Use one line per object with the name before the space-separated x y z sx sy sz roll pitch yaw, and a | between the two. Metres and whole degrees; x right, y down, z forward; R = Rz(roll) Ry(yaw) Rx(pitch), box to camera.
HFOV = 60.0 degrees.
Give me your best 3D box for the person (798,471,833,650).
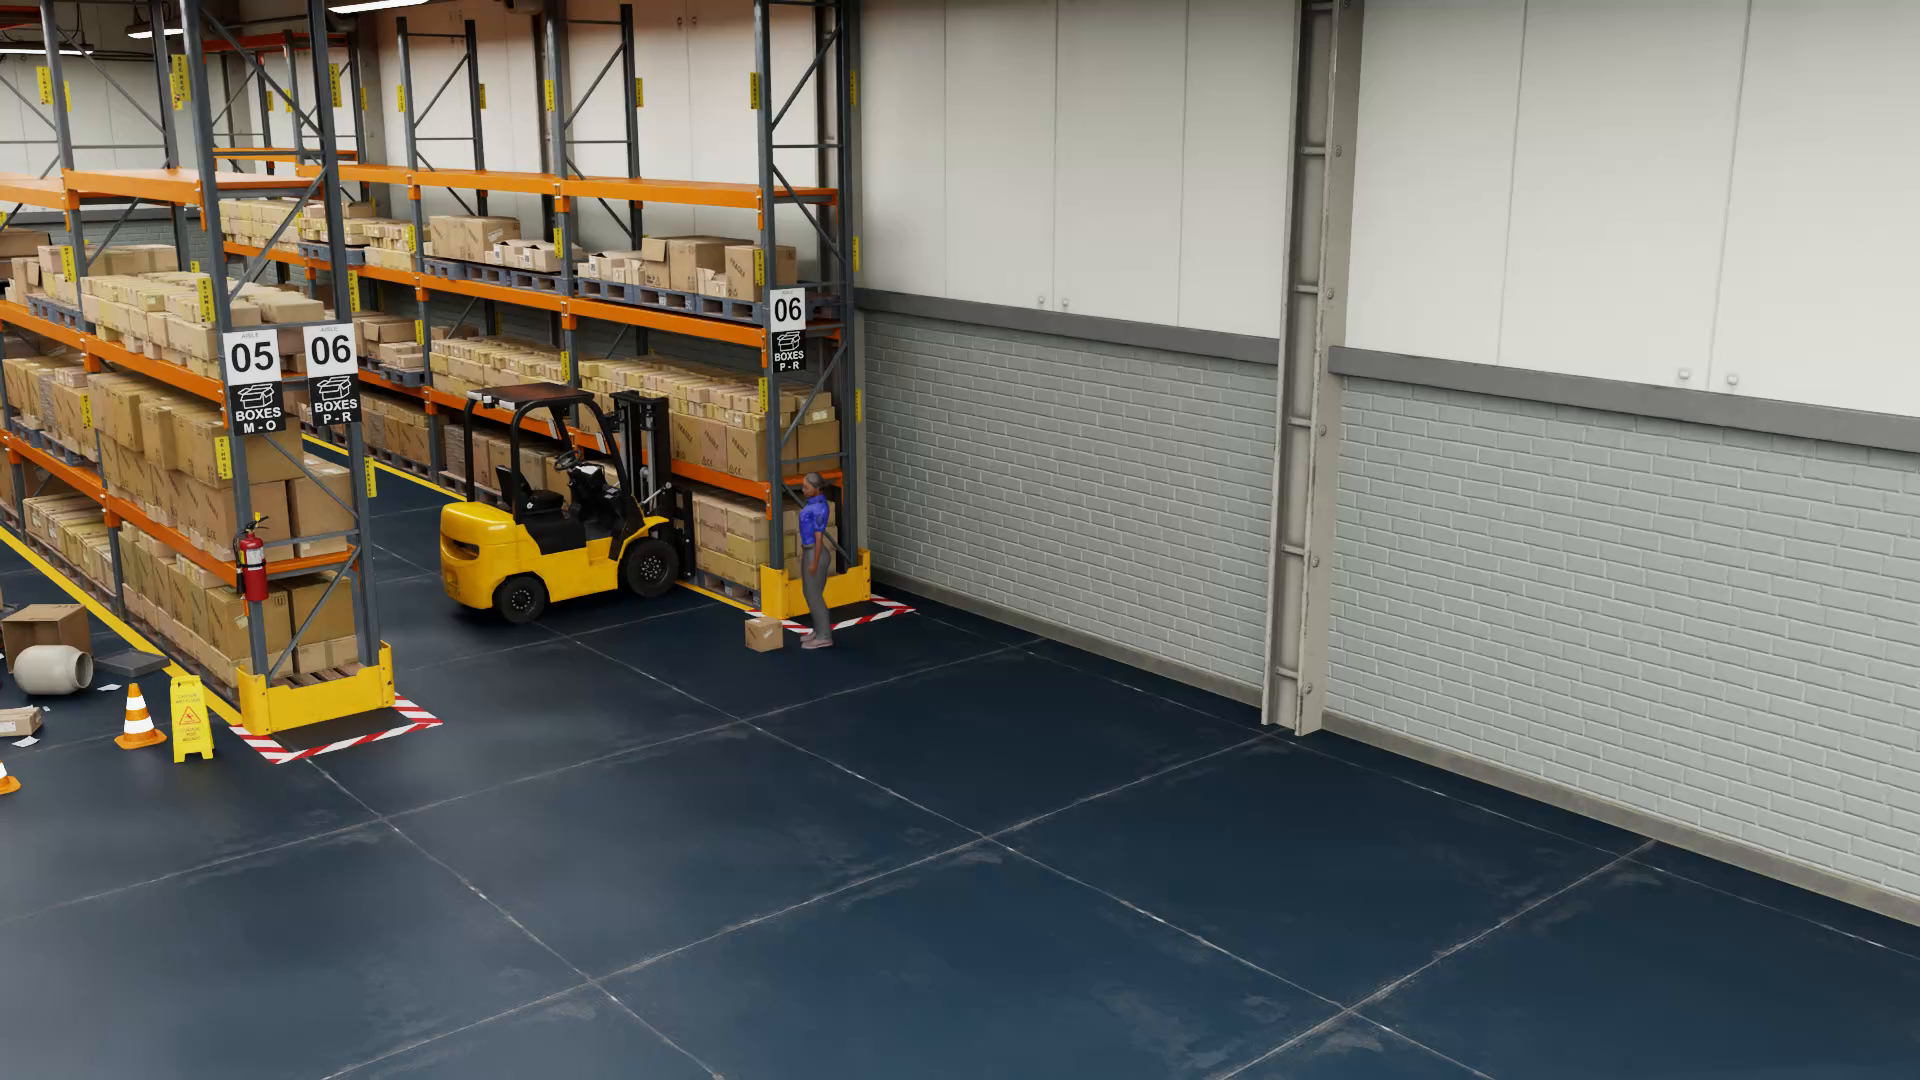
person | -1.340 0.179 15.342 0.301 1.664 0.438 -3 15 -12
